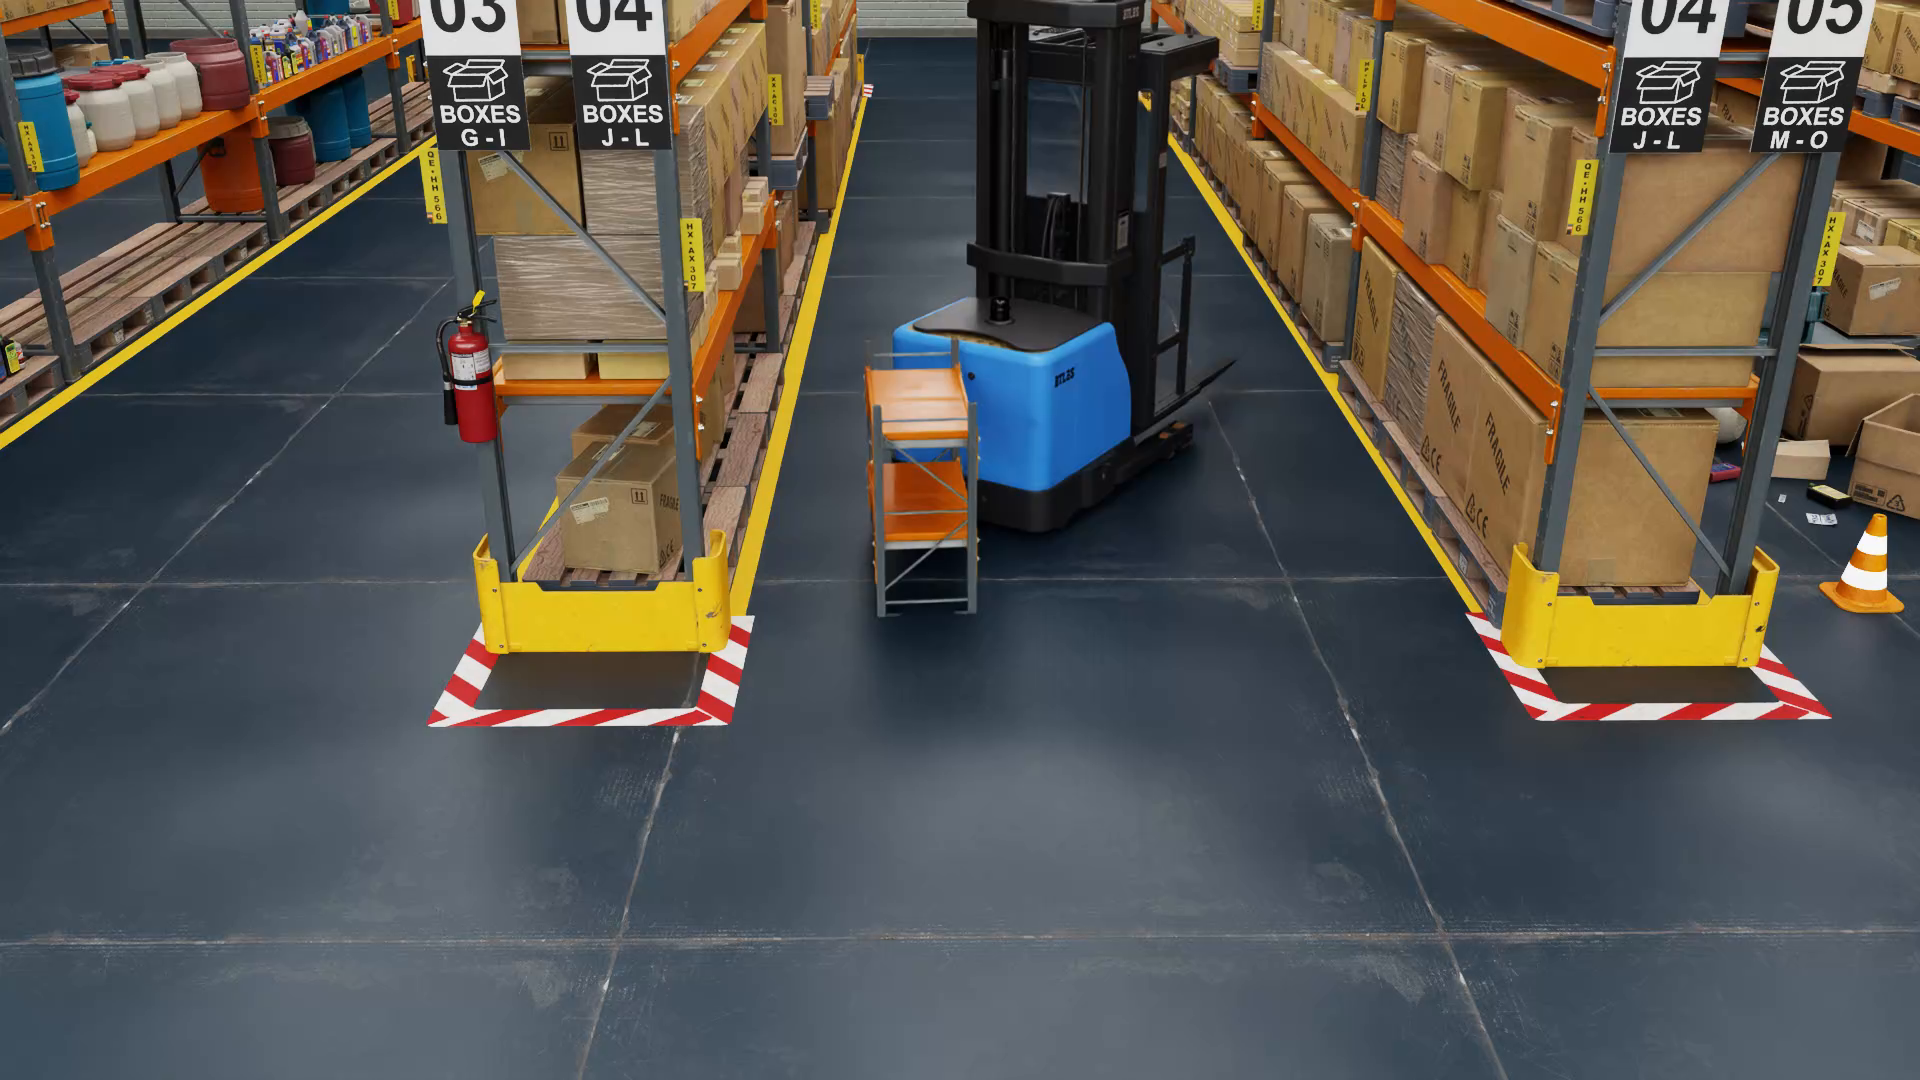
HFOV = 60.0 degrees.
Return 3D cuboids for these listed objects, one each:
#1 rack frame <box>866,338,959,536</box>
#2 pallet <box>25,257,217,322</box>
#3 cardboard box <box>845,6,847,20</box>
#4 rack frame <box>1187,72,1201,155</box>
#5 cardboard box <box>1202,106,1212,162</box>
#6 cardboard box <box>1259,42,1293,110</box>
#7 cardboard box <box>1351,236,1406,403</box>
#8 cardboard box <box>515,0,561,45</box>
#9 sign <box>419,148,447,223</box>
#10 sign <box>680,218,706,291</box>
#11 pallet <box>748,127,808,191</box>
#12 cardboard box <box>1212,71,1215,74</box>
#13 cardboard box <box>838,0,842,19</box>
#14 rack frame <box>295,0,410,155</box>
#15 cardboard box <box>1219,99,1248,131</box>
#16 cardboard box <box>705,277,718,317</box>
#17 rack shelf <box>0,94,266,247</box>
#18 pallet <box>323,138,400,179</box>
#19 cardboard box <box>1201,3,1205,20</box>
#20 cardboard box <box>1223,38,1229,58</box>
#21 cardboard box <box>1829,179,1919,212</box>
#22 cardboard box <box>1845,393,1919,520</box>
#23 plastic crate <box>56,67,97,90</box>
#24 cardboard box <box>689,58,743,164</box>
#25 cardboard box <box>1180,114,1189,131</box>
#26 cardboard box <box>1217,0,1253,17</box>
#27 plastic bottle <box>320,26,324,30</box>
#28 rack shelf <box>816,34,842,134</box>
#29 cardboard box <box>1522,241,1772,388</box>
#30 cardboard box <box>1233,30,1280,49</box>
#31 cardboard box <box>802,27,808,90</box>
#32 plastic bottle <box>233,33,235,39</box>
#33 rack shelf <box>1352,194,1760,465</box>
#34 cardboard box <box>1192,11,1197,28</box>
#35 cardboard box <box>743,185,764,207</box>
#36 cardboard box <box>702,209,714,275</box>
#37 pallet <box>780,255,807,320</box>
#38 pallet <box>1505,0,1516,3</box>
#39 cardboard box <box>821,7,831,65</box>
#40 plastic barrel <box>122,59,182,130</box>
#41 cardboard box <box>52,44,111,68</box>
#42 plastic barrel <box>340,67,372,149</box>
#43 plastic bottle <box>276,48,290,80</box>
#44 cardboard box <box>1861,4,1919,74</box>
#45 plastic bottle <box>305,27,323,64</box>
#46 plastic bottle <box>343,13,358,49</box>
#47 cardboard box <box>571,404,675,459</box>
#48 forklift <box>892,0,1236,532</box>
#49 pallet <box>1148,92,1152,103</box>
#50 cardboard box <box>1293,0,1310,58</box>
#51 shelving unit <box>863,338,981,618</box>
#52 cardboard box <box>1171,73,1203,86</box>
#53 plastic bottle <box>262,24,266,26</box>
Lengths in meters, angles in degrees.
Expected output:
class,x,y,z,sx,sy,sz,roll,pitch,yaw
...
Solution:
class,x,y,z,sx,sy,sz,roll,pitch,yaw
rack frame,-0.254,-0.552,9.106,0.500,1.125,0.032,-2,24,-4
pallet,-6.784,-2.043,13.511,1.003,0.211,1.213,0,24,-1
cardboard box,-1.540,-6.244,19.722,0.380,0.149,0.250,-1,24,-1
rack frame,3.106,-5.786,18.402,1.000,3.000,0.127,0,24,-1
cardboard box,2.856,-4.314,17.673,0.500,0.500,0.500,1,24,2
cardboard box,2.884,-3.997,14.326,0.500,0.500,0.500,0,24,0
cardboard box,3.130,-1.453,10.891,0.875,0.875,0.875,0,24,0
cardboard box,-1.984,-2.356,7.362,0.500,0.250,0.500,0,24,1
sign,-2.280,-1.538,7.221,0.100,0.325,0.005,0,24,-1
sign,-1.182,-1.257,7.339,0.100,0.325,0.005,0,24,-1
pallet,-1.631,-2.737,11.894,1.003,0.211,1.213,0,24,-1
cardboard box,3.281,-5.634,20.296,0.380,0.149,0.250,-1,24,-3
cardboard box,-1.598,-6.067,18.845,0.500,0.250,0.500,-1,24,-2
rack frame,-6.808,-5.783,18.396,1.000,3.000,0.127,0,24,-1
cardboard box,2.873,-4.230,16.576,0.500,0.250,0.500,0,24,1
cardboard box,-1.479,-1.276,8.737,0.380,0.149,0.250,0,24,-1
rack shelf,-6.742,-2.983,13.078,1.077,0.370,4.000,0,24,-1
pallet,-6.841,-4.194,18.267,1.003,0.211,1.213,0,24,-1
cardboard box,2.667,-5.402,16.989,0.380,0.149,0.250,1,24,2
cardboard box,2.680,-4.624,15.629,0.380,0.149,0.250,0,24,0
cardboard box,8.094,-2.962,14.839,0.950,0.372,0.625,-2,24,-4
cardboard box,5.634,-0.480,9.700,0.797,0.503,0.637,-19,31,-36
plastic crate,-7.053,-3.496,13.263,0.402,0.464,0.583,0,24,-1
cardboard box,-1.475,-2.343,9.094,0.500,0.500,0.500,0,24,-1
cardboard box,2.761,-4.838,19.257,0.380,0.149,0.250,0,24,0
cardboard box,2.679,-5.106,15.973,0.380,0.149,0.250,0,24,-1
plastic bottle,-6.595,-5.197,17.256,0.097,0.271,0.097,0,24,0
rack shelf,-1.833,-4.653,16.771,1.077,0.370,4.000,0,24,-1
cardboard box,3.187,-1.062,7.776,0.875,0.550,0.550,0,24,-1
cardboard box,2.688,-4.551,15.107,0.380,0.149,0.250,0,24,1
cardboard box,-1.660,-3.942,13.694,0.700,0.500,0.500,3,25,7
plastic bottle,-7.171,-4.945,16.603,0.144,0.351,0.185,0,24,-1
rack shelf,3.215,-1.337,9.440,1.077,0.370,4.000,0,24,-1
cardboard box,2.658,-5.481,17.524,0.380,0.149,0.250,0,24,0
cardboard box,-1.478,-2.204,10.787,0.380,0.149,0.250,0,24,-1
cardboard box,-1.791,-1.680,8.842,0.875,0.500,0.500,0,24,-1
pallet,-1.794,-2.063,13.555,1.003,0.211,1.213,0,24,-1
pallet,3.202,-2.977,8.659,1.003,0.211,1.213,0,24,-1
cardboard box,-1.565,-5.033,16.618,0.500,0.500,0.500,0,24,0
plastic barrel,-6.535,-3.589,13.410,0.421,0.512,0.421,0,24,0
cardboard box,-11.552,-6.249,21.926,0.500,0.500,0.500,0,24,-1
plastic barrel,-6.819,-4.794,18.246,0.600,0.901,0.708,0,24,-1
plastic bottle,-6.407,-4.507,15.717,0.061,0.283,0.133,0,24,-1
cardboard box,7.884,-4.173,13.844,0.500,0.500,0.500,1,24,2
plastic bottle,-6.459,-4.929,16.568,0.144,0.351,0.185,0,24,-1
plastic bottle,-6.471,-5.383,17.572,0.144,0.351,0.185,0,24,-1
cardboard box,-1.755,-0.416,9.054,0.500,0.500,0.500,6,25,13
forklift,0.819,-1.937,9.976,1.130,2.935,3.031,15,28,29
pallet,3.036,-5.797,21.812,1.003,0.211,1.213,0,24,-1
cardboard box,3.151,-4.245,13.661,0.700,0.500,0.500,-1,24,-1
shelving unit,-0.211,-0.344,8.645,0.538,1.125,1.048,-2,24,-4
cardboard box,2.754,-5.632,20.290,0.380,0.149,0.250,-1,24,-2
plastic bottle,-7.221,-5.211,17.272,0.061,0.283,0.133,0,24,-1
